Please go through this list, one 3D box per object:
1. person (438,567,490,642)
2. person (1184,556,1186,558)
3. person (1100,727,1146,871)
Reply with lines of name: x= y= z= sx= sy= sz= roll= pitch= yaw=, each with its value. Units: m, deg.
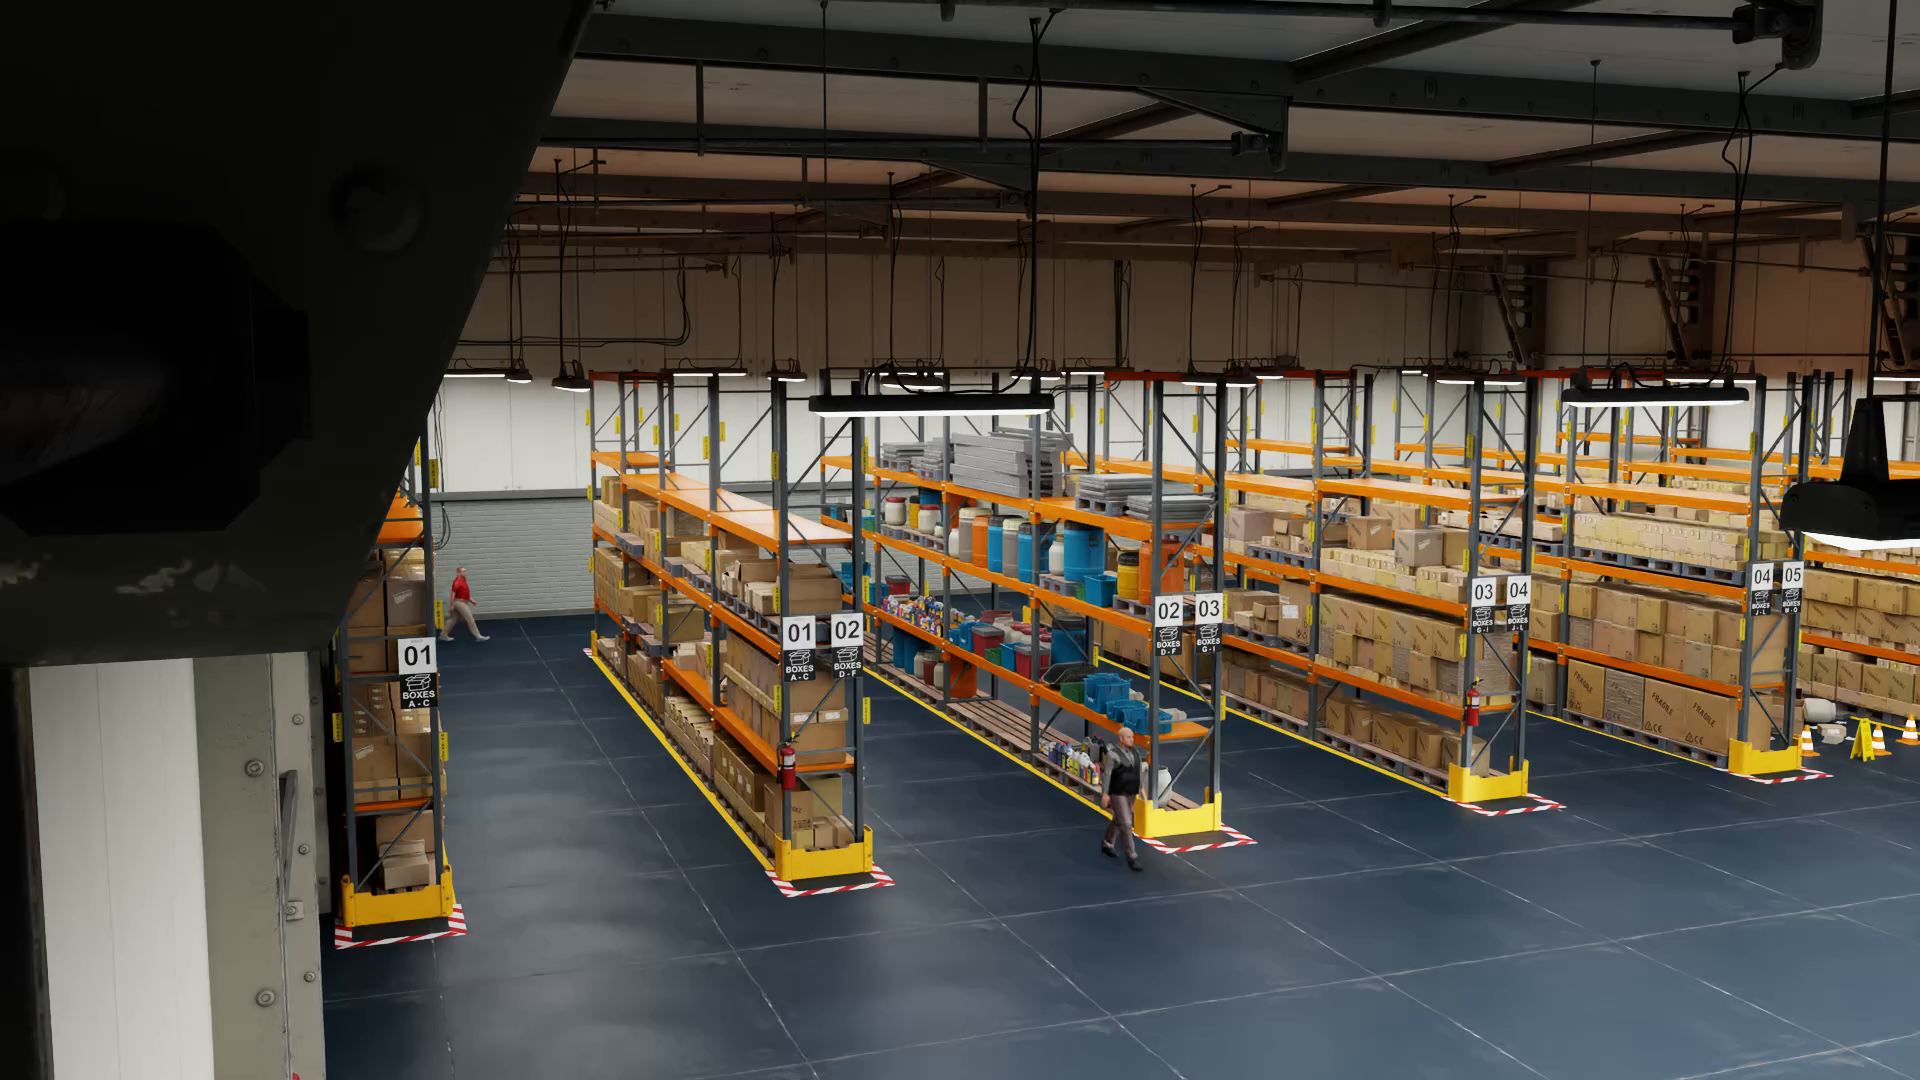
person: x=-10.913 y=1.407 z=36.543 sx=1.084 sy=1.664 sz=0.538 roll=-2 pitch=7 yaw=-14
person: x=5.260 y=0.931 z=40.478 sx=0.581 sy=1.721 sz=1.122 roll=2 pitch=7 yaw=13
person: x=2.073 y=3.168 z=20.678 sx=0.899 sy=1.683 sz=0.591 roll=6 pitch=9 yaw=44
